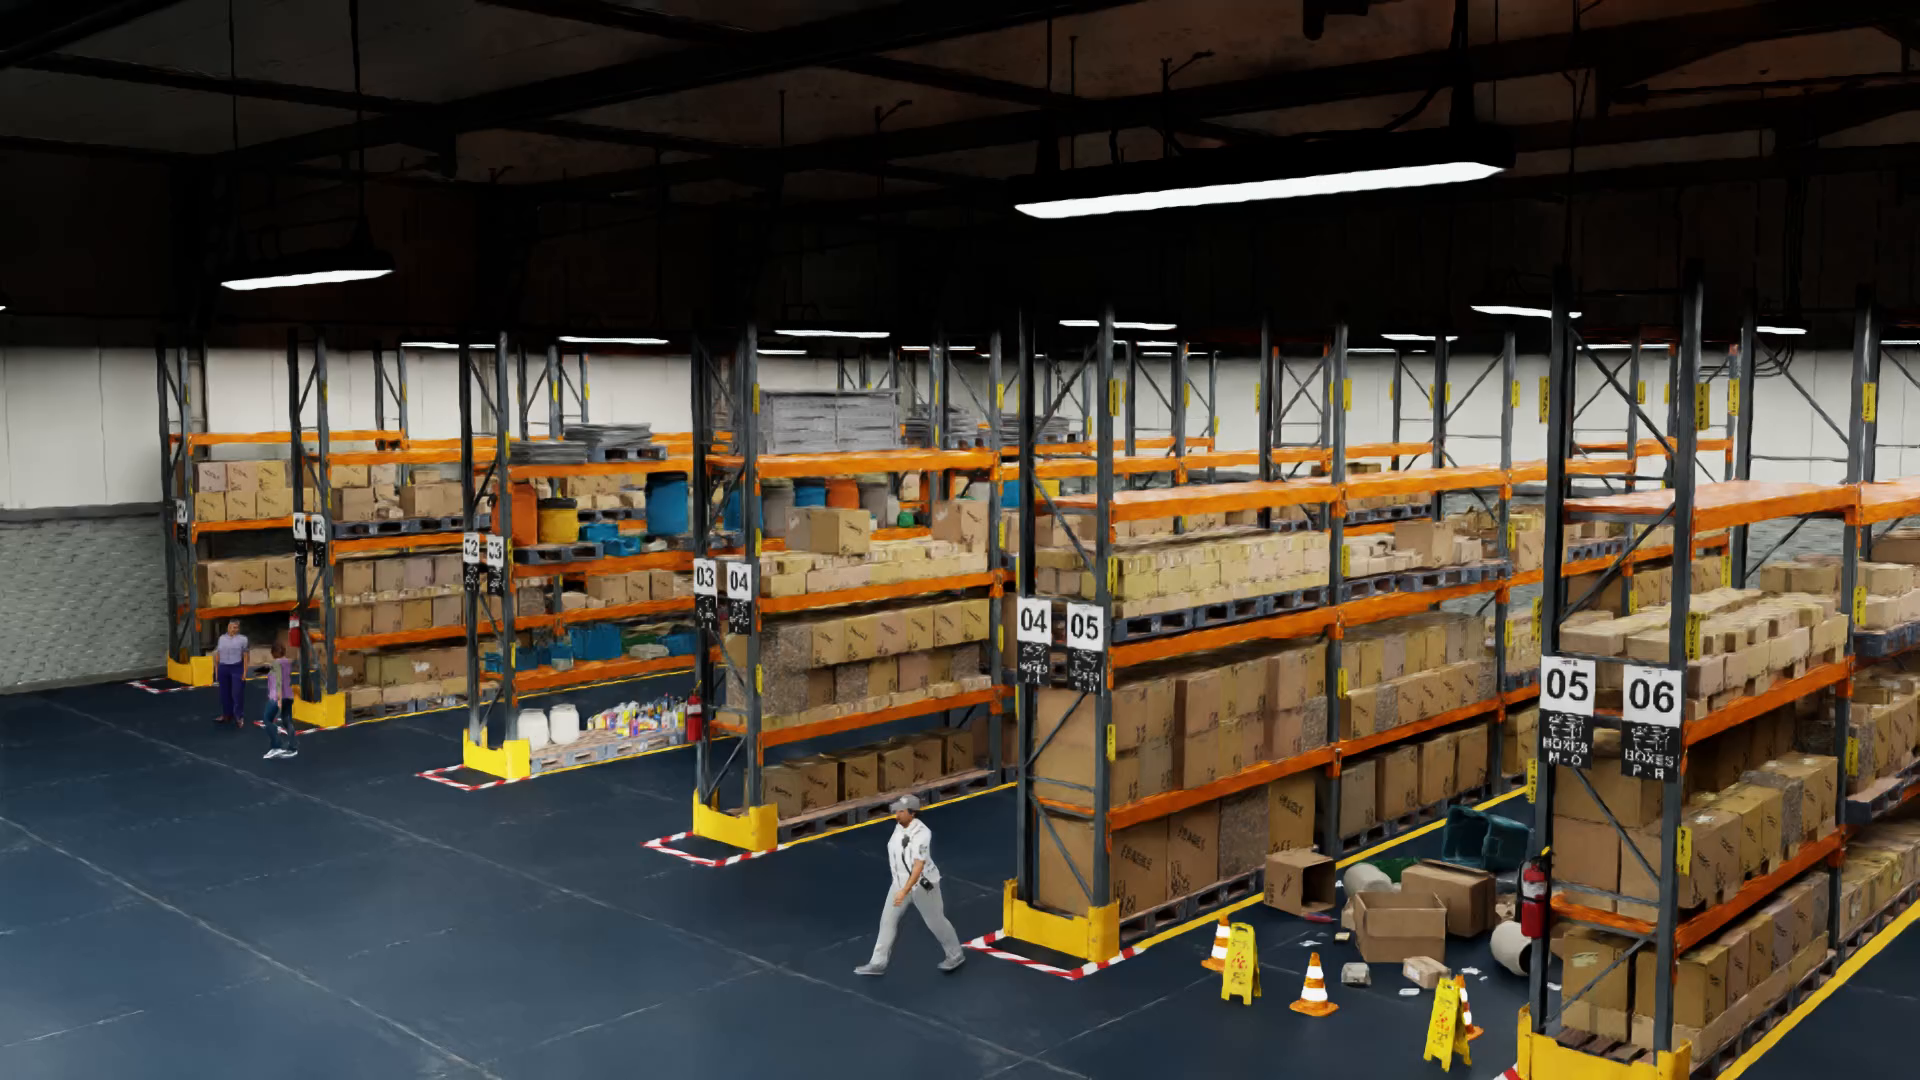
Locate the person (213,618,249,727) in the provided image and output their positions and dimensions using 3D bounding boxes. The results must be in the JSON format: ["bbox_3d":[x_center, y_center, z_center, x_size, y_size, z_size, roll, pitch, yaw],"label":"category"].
[{"bbox_3d":[-11.105,1.990,25.277,0.618,1.636,0.490,0,5,2],"label":"person"}]

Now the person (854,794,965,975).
[{"bbox_3d":[-0.414,2.998,14.493,1.002,1.597,0.477,-4,7,-38],"label":"person"}]

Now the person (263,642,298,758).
[{"bbox_3d":[-9.384,2.203,23.022,0.460,1.583,0.519,1,6,13],"label":"person"}]
